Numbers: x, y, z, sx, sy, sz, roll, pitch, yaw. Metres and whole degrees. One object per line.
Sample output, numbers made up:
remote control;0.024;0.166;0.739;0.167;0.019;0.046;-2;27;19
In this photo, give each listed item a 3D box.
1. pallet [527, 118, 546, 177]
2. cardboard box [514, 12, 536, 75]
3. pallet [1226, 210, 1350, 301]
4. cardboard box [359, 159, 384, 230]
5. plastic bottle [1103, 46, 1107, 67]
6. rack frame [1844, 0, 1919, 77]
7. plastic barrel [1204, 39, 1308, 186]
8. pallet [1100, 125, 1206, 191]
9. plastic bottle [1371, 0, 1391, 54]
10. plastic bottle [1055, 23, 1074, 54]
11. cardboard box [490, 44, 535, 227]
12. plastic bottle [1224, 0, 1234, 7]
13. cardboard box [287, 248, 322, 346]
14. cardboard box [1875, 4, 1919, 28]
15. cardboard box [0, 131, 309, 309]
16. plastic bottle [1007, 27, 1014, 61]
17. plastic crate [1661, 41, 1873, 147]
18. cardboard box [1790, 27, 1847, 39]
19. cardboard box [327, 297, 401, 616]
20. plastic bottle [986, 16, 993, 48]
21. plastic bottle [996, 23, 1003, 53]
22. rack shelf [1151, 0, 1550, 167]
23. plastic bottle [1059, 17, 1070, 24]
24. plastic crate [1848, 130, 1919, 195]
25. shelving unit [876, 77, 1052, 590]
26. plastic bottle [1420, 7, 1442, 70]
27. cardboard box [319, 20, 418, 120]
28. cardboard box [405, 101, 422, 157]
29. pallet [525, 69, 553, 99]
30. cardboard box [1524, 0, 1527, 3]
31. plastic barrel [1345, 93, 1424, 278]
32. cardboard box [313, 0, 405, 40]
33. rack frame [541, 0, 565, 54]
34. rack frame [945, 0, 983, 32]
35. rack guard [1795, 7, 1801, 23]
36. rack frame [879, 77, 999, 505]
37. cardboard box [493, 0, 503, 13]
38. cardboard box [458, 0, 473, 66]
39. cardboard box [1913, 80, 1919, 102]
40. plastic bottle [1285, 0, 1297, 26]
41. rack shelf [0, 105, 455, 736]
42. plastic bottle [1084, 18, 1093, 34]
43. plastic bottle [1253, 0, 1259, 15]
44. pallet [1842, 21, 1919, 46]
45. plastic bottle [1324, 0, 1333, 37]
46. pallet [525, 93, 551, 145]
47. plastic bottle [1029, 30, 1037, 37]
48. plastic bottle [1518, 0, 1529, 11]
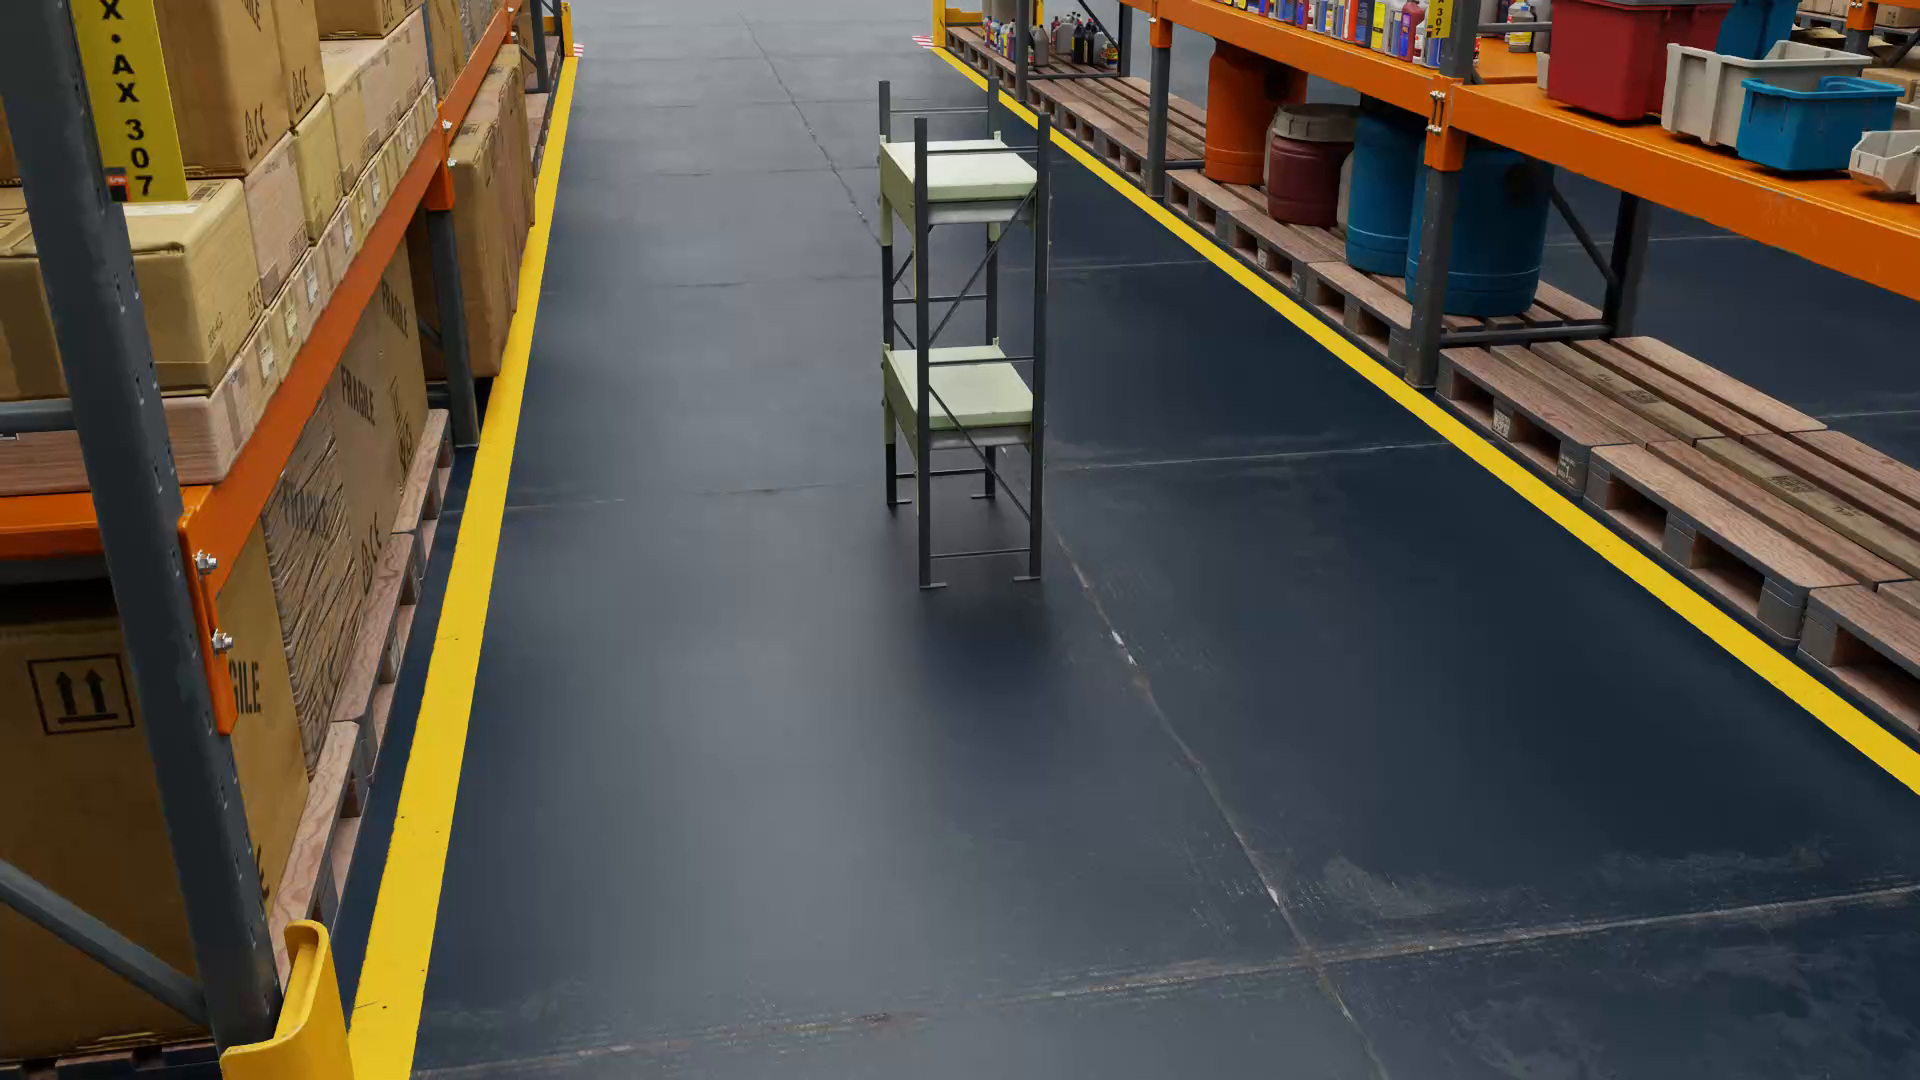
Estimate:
pallet;-3.510;-2.800;11.898;1.003;0.211;1.213;-4;24;-10
cardboard box;-4.032;-4.297;14.440;0.500;0.500;0.500;3;24;7
pallet;2.132;-1.595;9.137;1.003;0.211;1.213;-4;24;-10
cardboard box;-1.743;-0.902;4.381;0.380;0.149;0.250;-4;24;-9
plastic bottle;1.336;-4.349;14.906;0.097;0.201;0.097;0;24;0
rack frame;6.591;-4.023;11.215;1.000;3.000;0.127;-4;24;-10
plastic barrel;1.830;-2.665;10.291;0.600;0.830;0.708;-4;24;-10
pallet;1.618;-2.688;11.641;1.003;0.211;1.213;-4;24;-10
plastic bottle;1.971;-2.400;7.558;0.144;0.351;0.185;-4;24;-10
plastic bottle;0.987;-4.754;15.740;0.152;0.276;0.135;-4;24;-10
cardboard box;-3.038;-2.238;9.255;1.225;0.875;0.875;-5;24;-12
plastic bottle;1.551;-3.173;9.412;0.061;0.283;0.133;-4;24;-10
cardboard box;-1.553;-0.498;3.456;0.380;0.149;0.250;-5;24;-11
cardboard box;10.211;-5.799;17.854;0.700;0.500;0.500;-6;24;-13
cardboard box;-1.591;-0.625;3.250;0.500;0.250;0.500;-5;24;-10
plastic bottle;0.474;-4.557;15.280;0.061;0.283;0.133;-3;24;-6
plastic crate;2.564;-1.444;5.381;0.437;0.282;0.530;-4;24;-10
cardboard box;6.586;-3.847;13.021;0.500;0.311;0.500;-5;24;-11
cardboard box;-2.195;-0.318;4.860;0.875;0.875;0.875;-4;24;-10
plastic bottle;0.296;-4.935;16.146;0.061;0.283;0.133;-4;24;-9
plastic bottle;0.392;-4.766;15.774;0.097;0.271;0.097;0;24;0
rack shelf;2.093;-2.542;8.721;1.077;0.370;4.000;-4;24;-10
plastic bottle;1.034;-4.967;16.229;0.152;0.276;0.135;-4;24;-9
plastic crate;2.686;-1.064;4.692;0.298;0.136;0.250;-4;24;-10
shelving unit;-0.001;-0.690;5.456;0.431;1.500;0.755;-4;24;-10
plastic bottle;2.072;-2.159;7.101;0.152;0.276;0.135;-4;24;-10
cardboard box;-1.967;-1.428;5.089;0.500;0.250;0.500;-4;24;-8
cardboard box;-1.932;-1.305;5.305;0.380;0.149;0.250;-5;24;-11
pallet;-4.043;-3.849;14.299;1.003;0.211;1.213;-4;24;-10
cardboard box;5.470;-5.237;15.966;0.500;0.500;0.500;-4;24;-10
plastic barrel;2.248;-1.810;8.243;0.600;0.901;0.708;-4;24;-10
cardboard box;-1.969;-1.771;4.937;0.500;0.500;0.500;-4;24;-9
rack frame;-4.624;-6.438;16.744;1.000;3.000;0.127;-4;24;-10
rack frame;0.243;-6.805;17.583;1.000;3.000;0.127;-4;24;-10
rack guard;9.994;-6.363;19.694;1.175;0.500;0.348;-4;24;-10
rack frame;-0.069;-0.834;5.785;0.400;1.500;0.023;-4;24;-10
cardboard box;-2.810;-3.162;9.117;0.500;0.500;0.500;-4;24;-8
cardboard box;-2.430;-2.358;7.277;0.500;0.500;0.500;-5;24;-11
cardboard box;6.497;-2.674;10.698;0.500;0.500;0.500;-5;24;-12
plastic bottle;1.767;-2.833;8.550;0.144;0.351;0.185;-4;24;-10
rack shelf;-2.035;-0.602;4.280;1.077;0.370;4.000;-4;24;-10
plastic bottle;1.207;-4.642;15.390;0.144;0.351;0.185;-5;24;-12
plastic bottle;1.651;-2.994;9.018;0.097;0.271;0.097;0;24;0
pallet;10.331;-5.429;17.918;1.003;0.211;1.213;-4;24;-10
plastic bottle;1.838;-2.564;8.120;0.097;0.201;0.097;0;24;0
pallet;-3.739;-3.281;12.999;1.003;0.211;1.213;-4;24;-10
plastic bottle;0.686;-4.513;15.190;0.152;0.276;0.135;-4;24;-10
plastic bottle;2.671;-2.434;7.824;0.097;0.201;0.097;0;24;0
